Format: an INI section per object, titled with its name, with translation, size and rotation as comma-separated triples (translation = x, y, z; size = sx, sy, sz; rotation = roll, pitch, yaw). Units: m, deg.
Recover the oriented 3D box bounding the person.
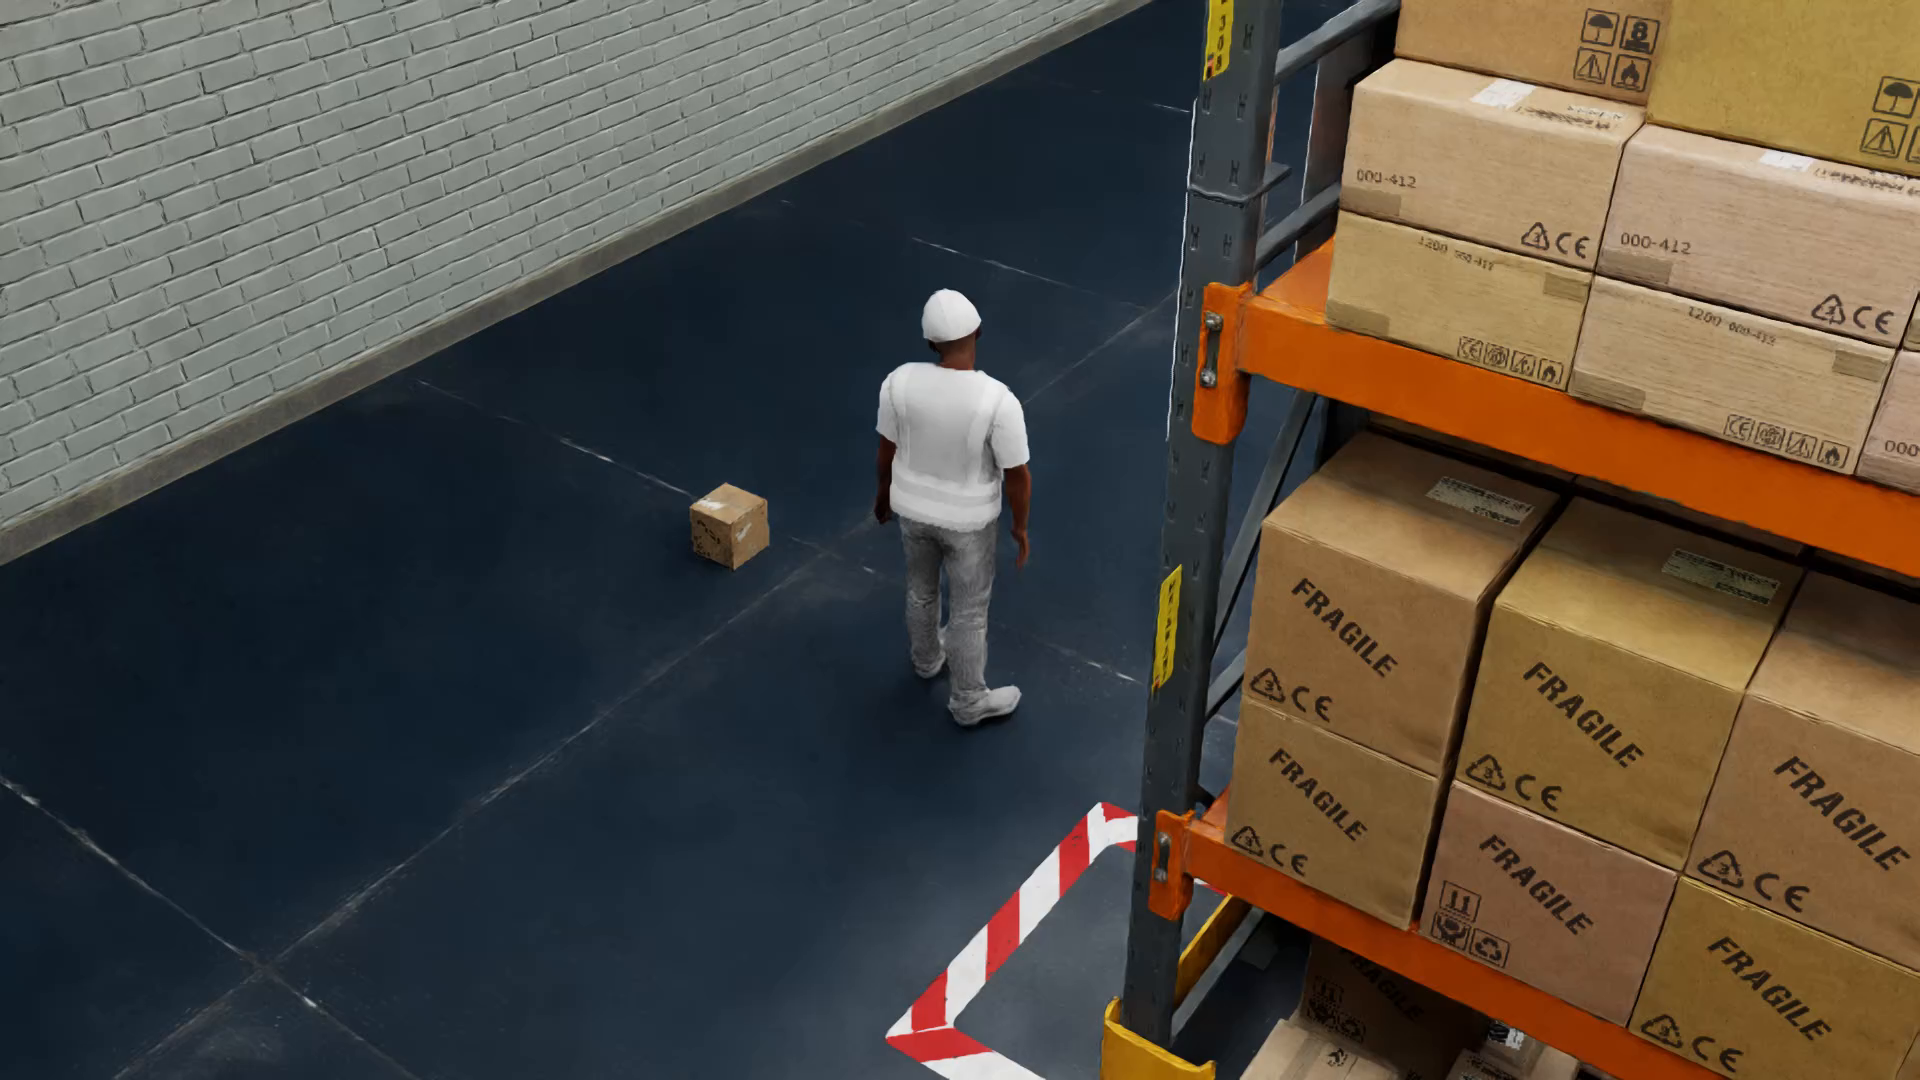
[person]
translation = -0.012, -0.149, 6.288
size = 0.647, 1.765, 0.530
rotation = 14, 37, 19
